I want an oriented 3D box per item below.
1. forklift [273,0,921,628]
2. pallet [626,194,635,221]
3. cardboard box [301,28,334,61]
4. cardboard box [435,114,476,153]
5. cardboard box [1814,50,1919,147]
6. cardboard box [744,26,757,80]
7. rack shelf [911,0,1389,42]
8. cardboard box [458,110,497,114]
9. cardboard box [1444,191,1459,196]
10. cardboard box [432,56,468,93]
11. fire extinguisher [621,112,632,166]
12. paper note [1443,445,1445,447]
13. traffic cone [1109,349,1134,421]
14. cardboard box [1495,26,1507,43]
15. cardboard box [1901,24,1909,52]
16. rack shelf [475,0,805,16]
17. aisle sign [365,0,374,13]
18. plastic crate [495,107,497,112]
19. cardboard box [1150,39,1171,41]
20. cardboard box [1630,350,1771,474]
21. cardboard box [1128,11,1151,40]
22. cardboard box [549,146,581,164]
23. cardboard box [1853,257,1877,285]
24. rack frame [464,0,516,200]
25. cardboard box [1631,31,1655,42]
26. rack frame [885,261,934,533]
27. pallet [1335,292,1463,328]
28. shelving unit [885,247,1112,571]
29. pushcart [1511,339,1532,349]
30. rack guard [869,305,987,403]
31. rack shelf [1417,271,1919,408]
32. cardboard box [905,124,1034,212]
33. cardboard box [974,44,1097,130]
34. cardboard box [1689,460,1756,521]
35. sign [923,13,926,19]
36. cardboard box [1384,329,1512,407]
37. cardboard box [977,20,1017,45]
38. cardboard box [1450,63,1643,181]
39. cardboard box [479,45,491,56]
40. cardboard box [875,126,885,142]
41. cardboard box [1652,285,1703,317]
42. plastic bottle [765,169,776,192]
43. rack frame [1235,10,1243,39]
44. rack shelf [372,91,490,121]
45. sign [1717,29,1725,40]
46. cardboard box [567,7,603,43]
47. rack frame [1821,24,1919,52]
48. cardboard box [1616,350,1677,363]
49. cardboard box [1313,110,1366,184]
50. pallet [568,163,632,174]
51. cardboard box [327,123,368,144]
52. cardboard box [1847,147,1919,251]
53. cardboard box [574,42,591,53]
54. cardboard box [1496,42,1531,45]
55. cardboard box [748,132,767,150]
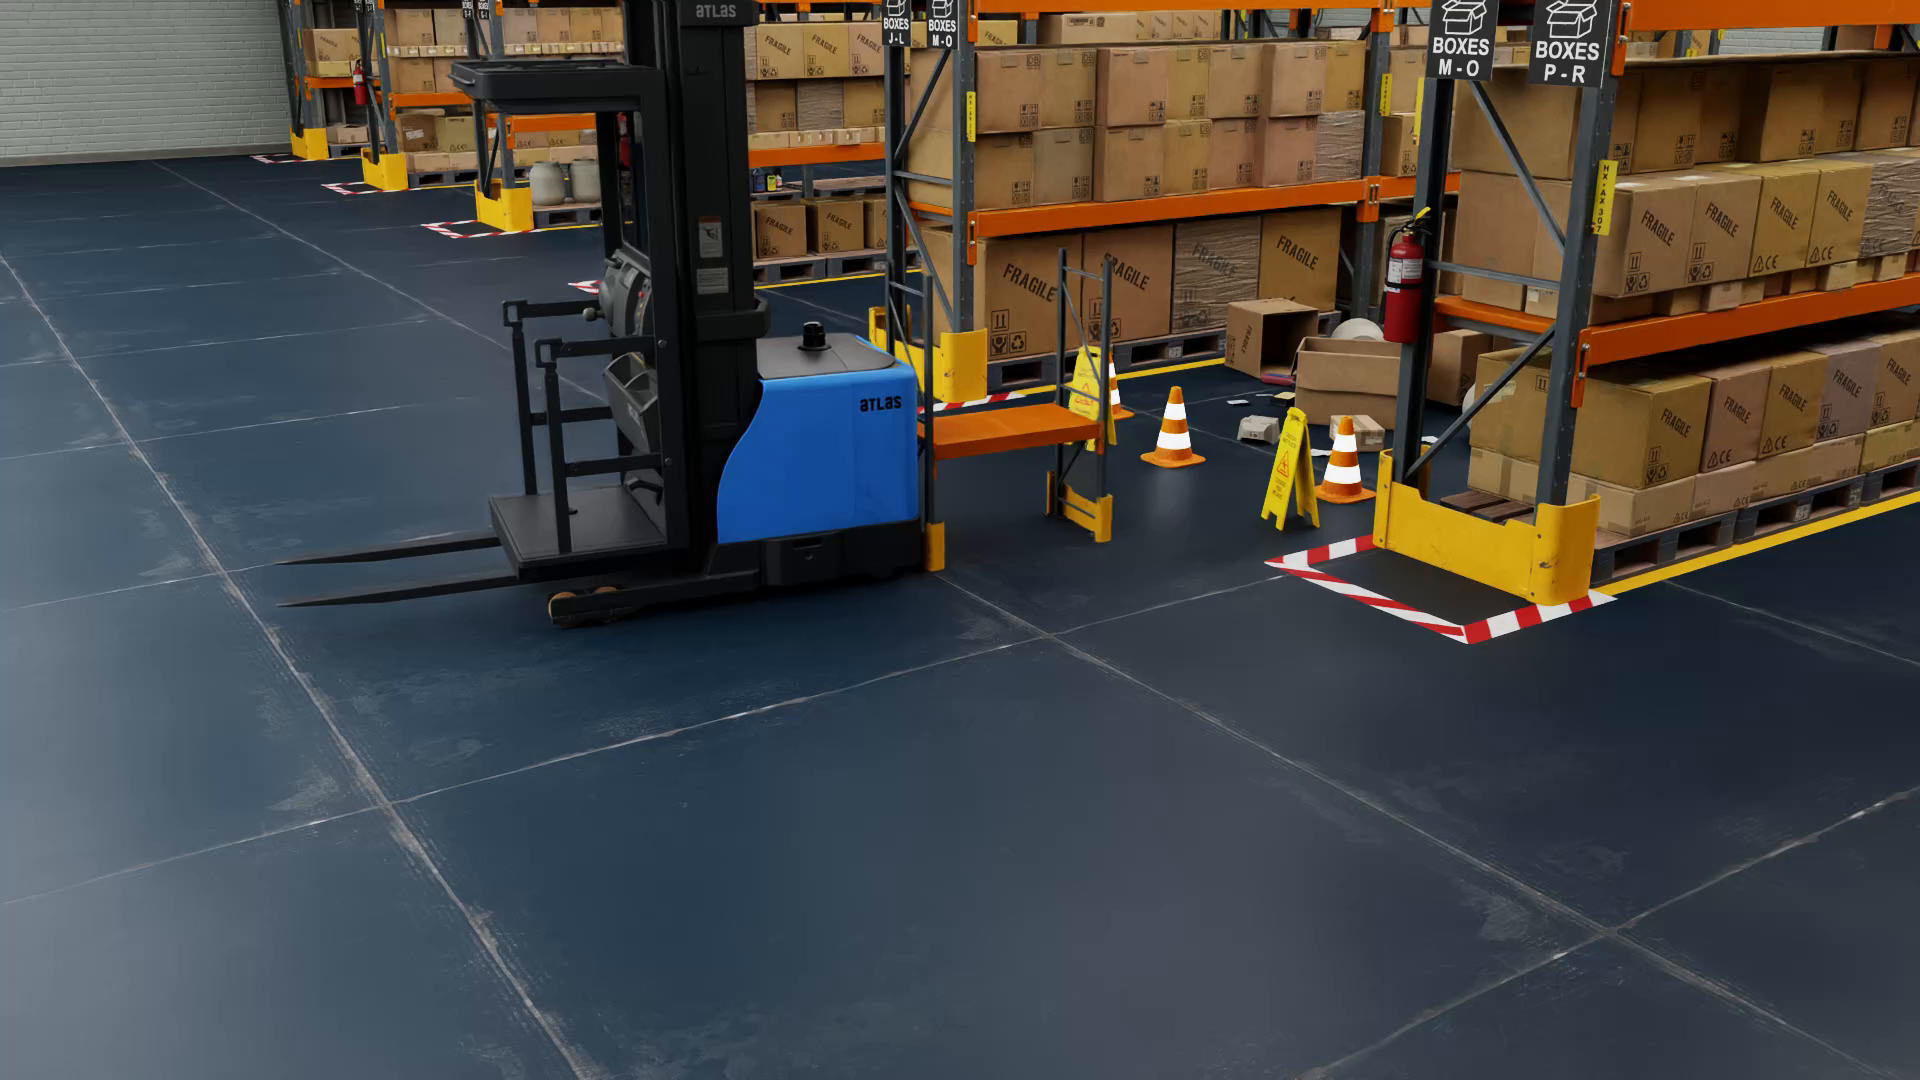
[{"bbox_3d":[-1.763,-1.170,7.827,3.031,2.935,1.130,-8,20,-21],"label":"forklift"},{"bbox_3d":[-3.856,-4.303,21.343,1.213,0.211,1.003,-12,22,-31],"label":"pallet"},{"bbox_3d":[-10.765,-8.327,27.921,0.500,0.500,0.500,-12,22,-32],"label":"cardboard box"},{"bbox_3d":[-7.327,-5.944,24.308,0.500,0.500,0.500,-12,22,-31],"label":"cardboard box"},{"bbox_3d":[5.435,-2.615,9.812,0.500,0.500,0.700,-12,22,-32],"label":"cardboard box"},{"bbox_3d":[-2.260,-4.604,15.697,0.500,0.500,0.500,-12,22,-31],"label":"cardboard box"},{"bbox_3d":[1.445,-4.006,12.550,4.000,0.370,1.077,-12,22,-31],"label":"rack shelf"},{"bbox_3d":[-7.203,-6.175,24.990,0.500,0.500,0.500,-12,22,-31],"label":"cardboard box"},{"bbox_3d":[5.170,-2.878,15.630,0.750,0.750,1.050,-12,22,-31],"label":"cardboard box"},{"bbox_3d":[-7.481,-6.789,24.184,0.500,0.500,0.700,-11,22,-30],"label":"cardboard box"},{"bbox_3d":[-3.218,-3.985,16.167,0.183,0.674,0.296,-12,22,-31],"label":"fire extinguisher"},{"bbox_3d":[3.077,-0.600,10.703,0.123,0.001,0.032,-12,22,-31],"label":"paper note"},{"bbox_3d":[0.999,-1.086,11.432,0.334,0.463,0.336,-12,22,-31],"label":"traffic cone"},{"bbox_3d":[6.624,-6.440,21.586,0.637,0.503,0.797,-13,22,-33],"label":"cardboard box"},{"bbox_3d":[10.308,-5.364,17.944,0.500,0.500,0.500,-11,22,-30],"label":"cardboard box"},{"bbox_3d":[-3.923,-6.676,20.445,4.000,0.370,1.077,-12,22,-31],"label":"rack shelf"},{"bbox_3d":[-8.201,-7.707,22.997,0.004,0.787,0.394,-12,22,-31],"label":"aisle sign"},{"bbox_3d":[-5.340,-5.341,20.290,0.616,0.251,0.499,-12,22,-31],"label":"plastic crate"},{"bbox_3d":[3.552,-9.015,30.770,0.500,0.500,0.500,-12,22,-32],"label":"cardboard box"},{"bbox_3d":[3.861,-0.685,8.752,0.500,0.500,0.500,-13,23,-33],"label":"cardboard box"},{"bbox_3d":[3.117,-9.393,30.325,0.500,0.500,0.500,-13,22,-33],"label":"cardboard box"},{"bbox_3d":[-6.073,-5.852,25.207,0.500,0.250,0.500,-12,22,-31],"label":"cardboard box"},{"bbox_3d":[4.744,-1.498,9.083,0.250,0.149,0.380,-12,22,-32],"label":"cardboard box"},{"bbox_3d":[-5.593,-5.243,19.769,0.127,3.000,1.000,-12,22,-31],"label":"rack frame"},{"bbox_3d":[9.527,-7.061,23.745,0.500,0.500,0.500,-13,22,-33],"label":"cardboard box"},{"bbox_3d":[-0.257,-0.636,8.483,0.032,1.500,0.500,-9,21,-25],"label":"rack frame"},{"bbox_3d":[3.718,-2.114,14.865,1.213,0.211,1.003,-12,22,-31],"label":"pallet"},{"bbox_3d":[0.205,-0.711,8.703,1.083,1.500,0.587,-9,21,-25],"label":"shelving unit"},{"bbox_3d":[4.626,-1.331,12.291,1.648,0.377,0.936,13,23,34],"label":"pushcart"},{"bbox_3d":[-0.246,-1.386,12.261,0.348,0.500,1.175,-12,22,-31],"label":"rack guard"},{"bbox_3d":[4.252,-1.279,9.166,4.000,0.370,1.077,-12,22,-31],"label":"rack shelf"},{"bbox_3d":[0.060,-2.722,12.078,0.550,0.550,0.875,-12,22,-31],"label":"cardboard box"},{"bbox_3d":[0.514,-3.333,12.198,0.550,0.550,0.875,-12,22,-31],"label":"cardboard box"},{"bbox_3d":[3.838,-0.320,8.844,0.500,0.250,0.500,-11,22,-29],"label":"cardboard box"},{"bbox_3d":[-0.713,-10.374,33.262,0.005,0.325,0.100,-12,22,-31],"label":"sign"},{"bbox_3d":[3.432,-1.303,11.799,0.503,0.637,0.797,-12,22,-31],"label":"cardboard box"},{"bbox_3d":[0.247,-5.132,17.258,0.500,0.500,0.500,-12,22,-31],"label":"cardboard box"},{"bbox_3d":[2.888,-2.078,8.224,0.500,0.500,0.700,-13,22,-33],"label":"cardboard box"},{"bbox_3d":[-7.007,-7.117,24.143,0.250,0.149,0.380,-13,23,-33],"label":"cardboard box"},{"bbox_3d":[-0.807,-4.127,16.860,0.250,0.149,0.380,-12,22,-31],"label":"cardboard box"},{"bbox_3d":[3.448,-1.226,8.279,0.250,0.149,0.380,-13,22,-33],"label":"cardboard box"},{"bbox_3d":[-2.473,-4.696,21.706,0.133,0.283,0.061,-11,21,-29],"label":"plastic bottle"},{"bbox_3d":[5.049,-9.387,32.026,0.127,3.000,1.000,-12,22,-31],"label":"rack frame"},{"bbox_3d":[-6.644,-6.580,24.847,4.000,0.370,1.077,-12,22,-31],"label":"rack shelf"},{"bbox_3d":[10.781,-7.250,23.526,0.005,0.325,0.100,-12,22,-31],"label":"sign"},{"bbox_3d":[-5.762,-7.766,25.049,0.500,0.500,0.700,-12,22,-32],"label":"cardboard box"},{"bbox_3d":[9.797,-4.688,18.125,0.127,3.000,1.000,-12,22,-31],"label":"rack frame"},{"bbox_3d":[3.541,-0.823,9.161,0.500,0.500,0.500,-11,22,-29],"label":"cardboard box"},{"bbox_3d":[2.814,-3.281,13.731,0.550,0.550,0.875,-12,22,-31],"label":"cardboard box"},{"bbox_3d":[-5.661,-5.824,25.839,1.213,0.211,1.003,-12,22,-31],"label":"pallet"},{"bbox_3d":[-10.414,-6.926,28.256,0.500,0.311,0.500,-15,24,-37],"label":"cardboard box"},{"bbox_3d":[5.262,-1.923,9.328,0.500,0.500,0.500,-11,22,-30],"label":"cardboard box"},{"bbox_3d":[-5.726,-7.386,24.939,0.250,0.149,0.380,-12,22,-32],"label":"cardboard box"},{"bbox_3d":[5.227,-4.247,15.105,0.500,0.500,0.700,-12,22,-32],"label":"cardboard box"},{"bbox_3d":[-2.063,-3.865,16.083,0.250,0.149,0.380,-12,22,-31],"label":"cardboard box"}]
